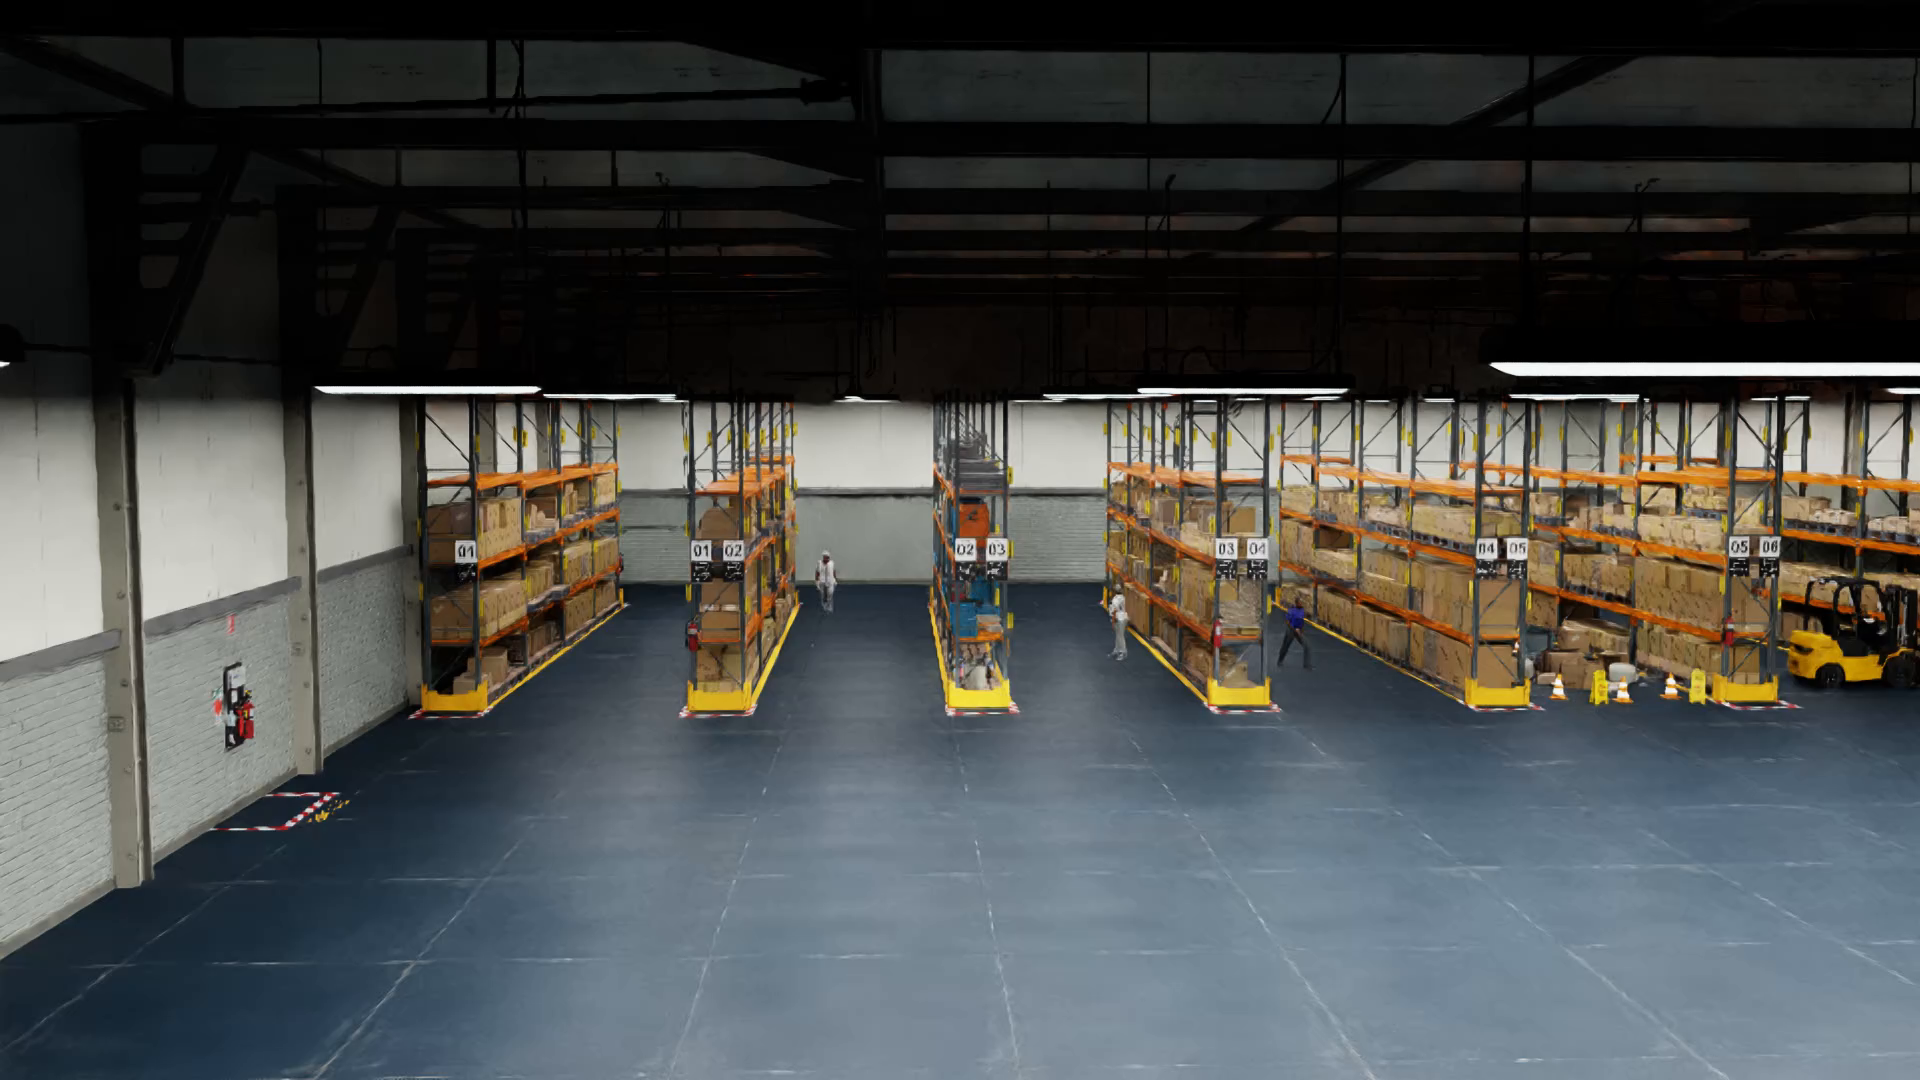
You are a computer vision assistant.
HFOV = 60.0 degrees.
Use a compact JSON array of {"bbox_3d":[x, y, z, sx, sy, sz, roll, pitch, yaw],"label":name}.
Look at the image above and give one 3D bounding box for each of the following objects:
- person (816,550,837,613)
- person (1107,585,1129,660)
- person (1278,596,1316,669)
[{"bbox_3d":[-3.692,1.128,45.753,0.561,1.706,1.122,0,5,0],"label":"person"},{"bbox_3d":[3.535,1.836,37.380,0.554,1.655,0.596,2,5,23],"label":"person"},{"bbox_3d":[7.257,1.995,35.968,0.621,1.574,0.828,-2,5,-19],"label":"person"}]
